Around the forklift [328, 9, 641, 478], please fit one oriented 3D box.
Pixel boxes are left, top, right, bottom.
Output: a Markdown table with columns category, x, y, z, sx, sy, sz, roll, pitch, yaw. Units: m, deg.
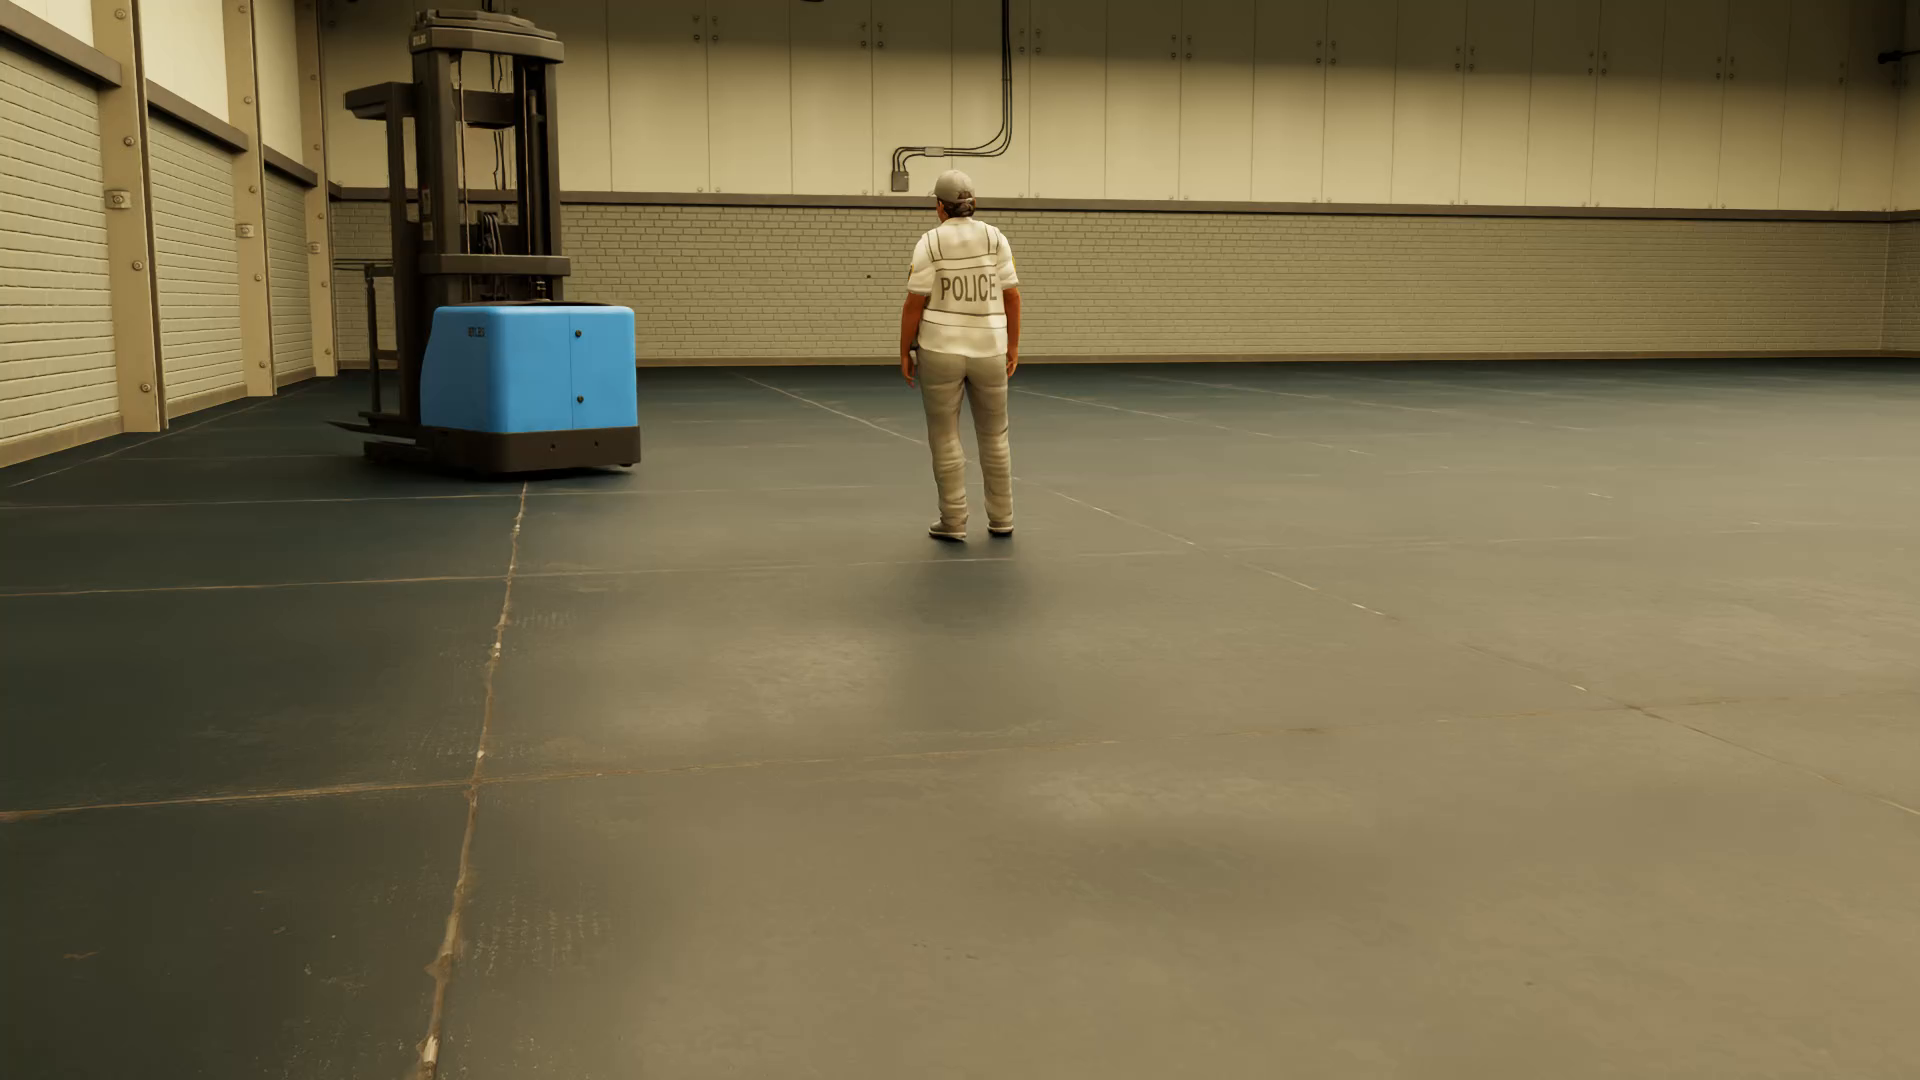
| category | x | y | z | sx | sy | sz | roll | pitch | yaw |
| --- | --- | --- | --- | --- | --- | --- | --- | --- | --- |
| forklift | -3.435 | -1.987 | 11.328 | 1.130 | 2.935 | 3.031 | -7 | 11 | -42 |

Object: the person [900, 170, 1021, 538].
| category | x | y | z | sx | sy | sz | roll | pitch | yaw |
| --- | --- | --- | --- | --- | --- | --- | --- | --- | --- |
| person | 0.004 | -0.844 | 7.669 | 0.598 | 1.670 | 0.529 | -2 | 8 | -13 |
